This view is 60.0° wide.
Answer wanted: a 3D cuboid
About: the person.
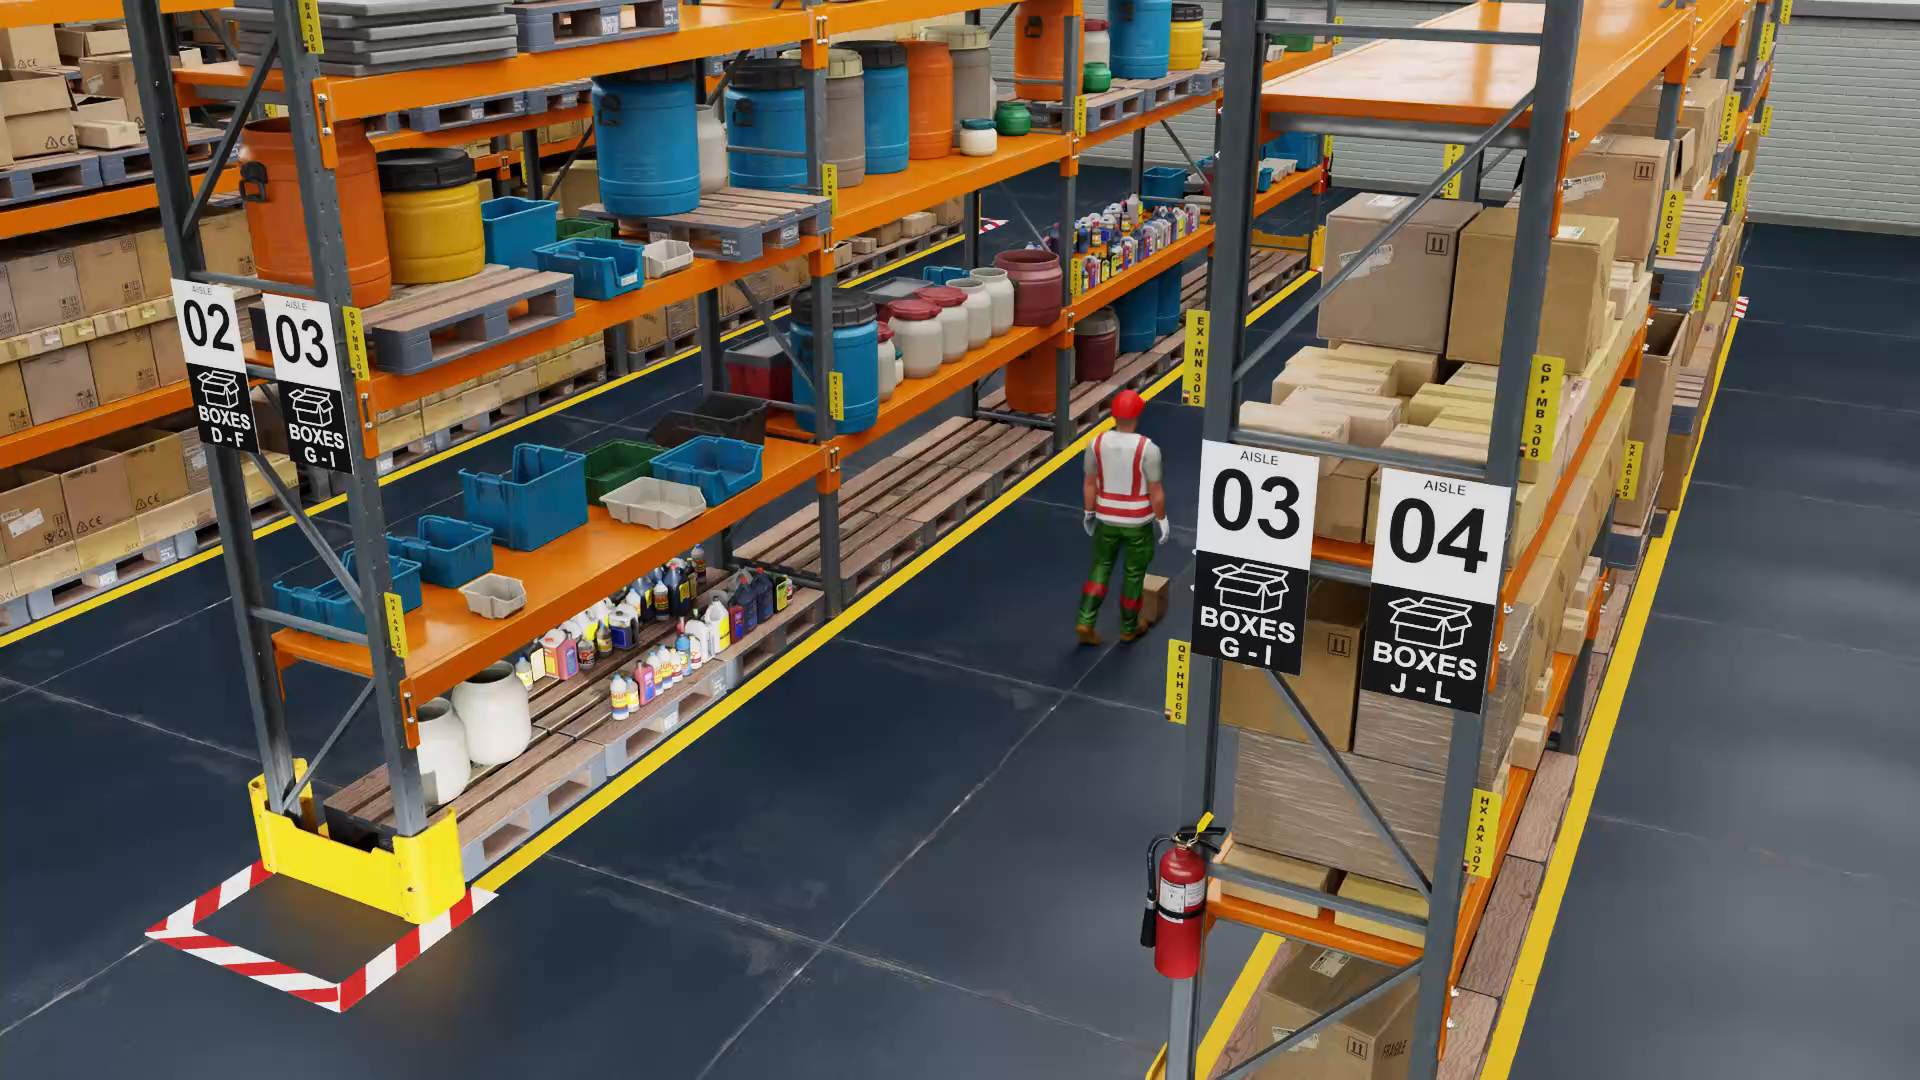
[{"bbox_3d":[1.106,-0.136,11.053,0.577,1.805,0.563,11,25,25],"label":"person"}]
